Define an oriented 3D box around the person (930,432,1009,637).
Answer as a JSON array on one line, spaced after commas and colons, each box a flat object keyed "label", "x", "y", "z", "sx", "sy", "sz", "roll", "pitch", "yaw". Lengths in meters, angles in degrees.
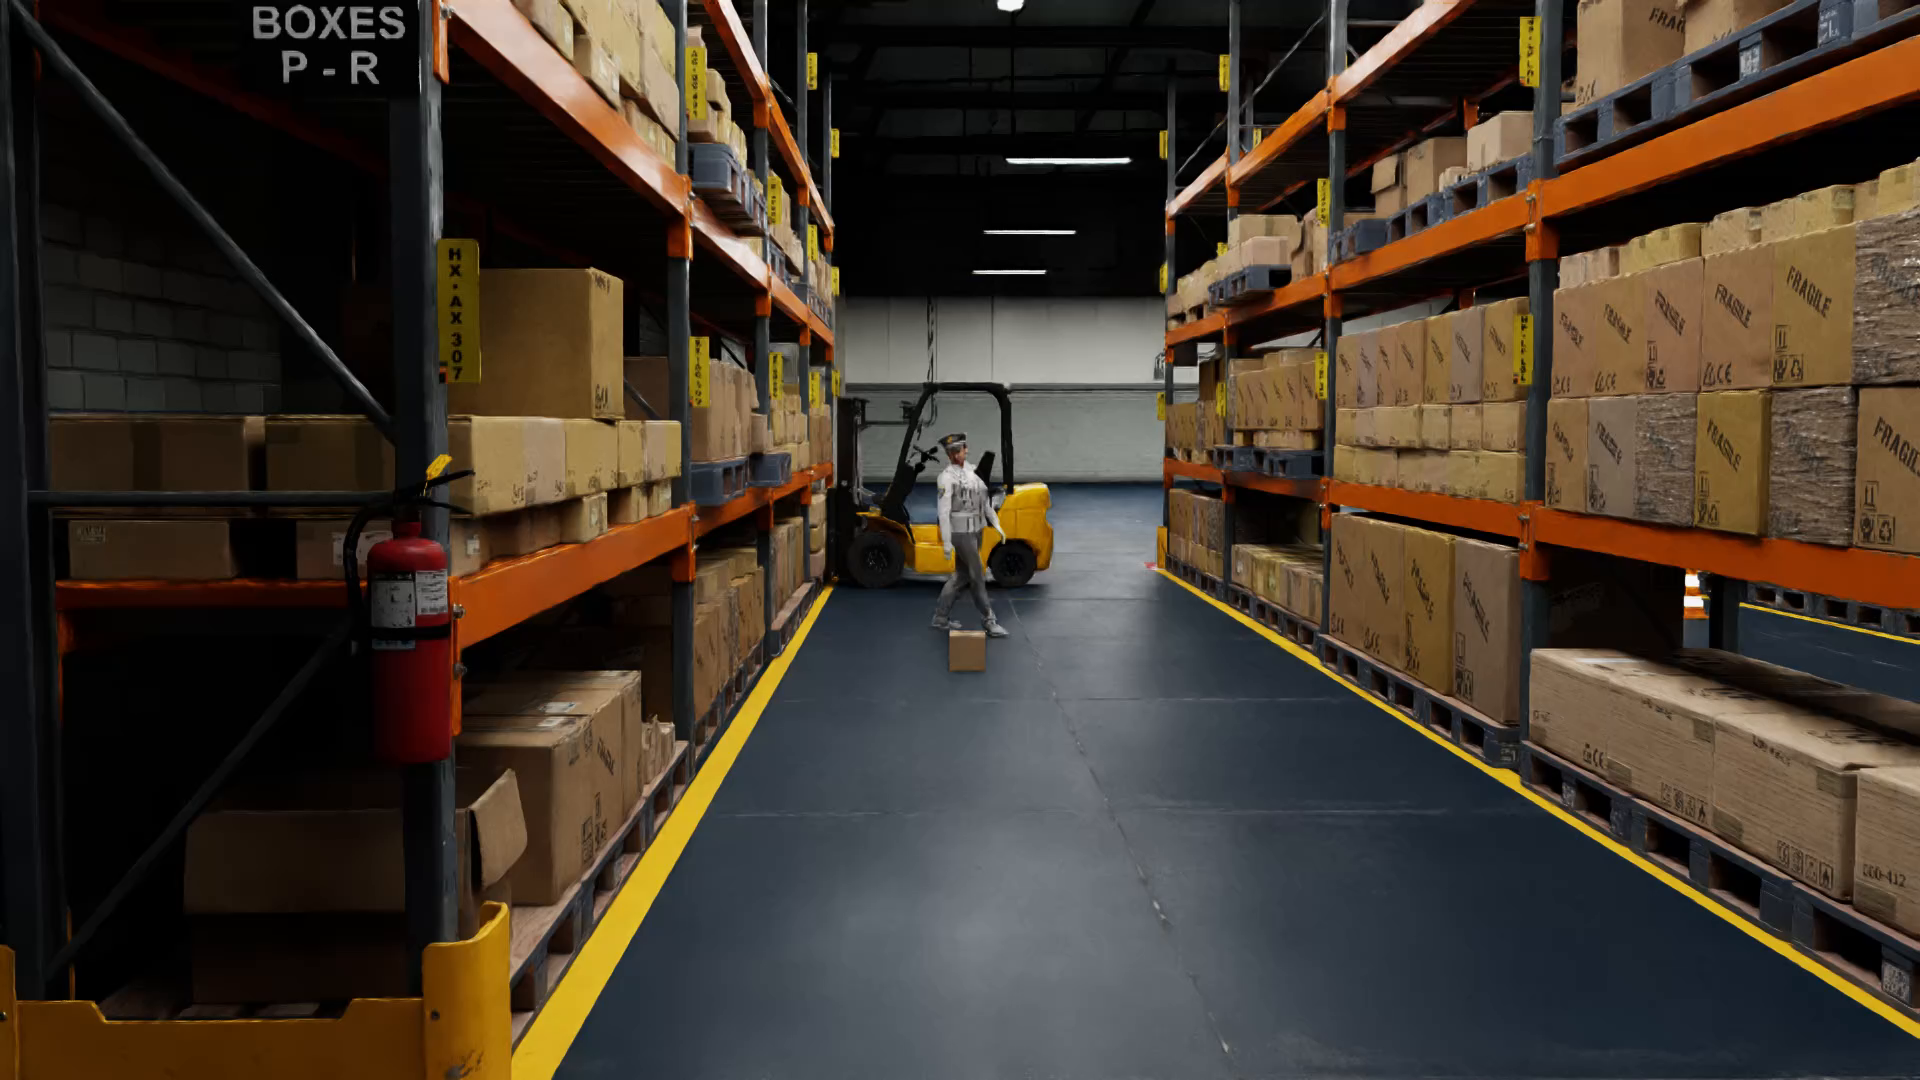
[{"label": "person", "x": 0.057, "y": -0.046, "z": 13.305, "sx": 0.672, "sy": 1.639, "sz": 0.516, "roll": 2, "pitch": 4, "yaw": 24}]
